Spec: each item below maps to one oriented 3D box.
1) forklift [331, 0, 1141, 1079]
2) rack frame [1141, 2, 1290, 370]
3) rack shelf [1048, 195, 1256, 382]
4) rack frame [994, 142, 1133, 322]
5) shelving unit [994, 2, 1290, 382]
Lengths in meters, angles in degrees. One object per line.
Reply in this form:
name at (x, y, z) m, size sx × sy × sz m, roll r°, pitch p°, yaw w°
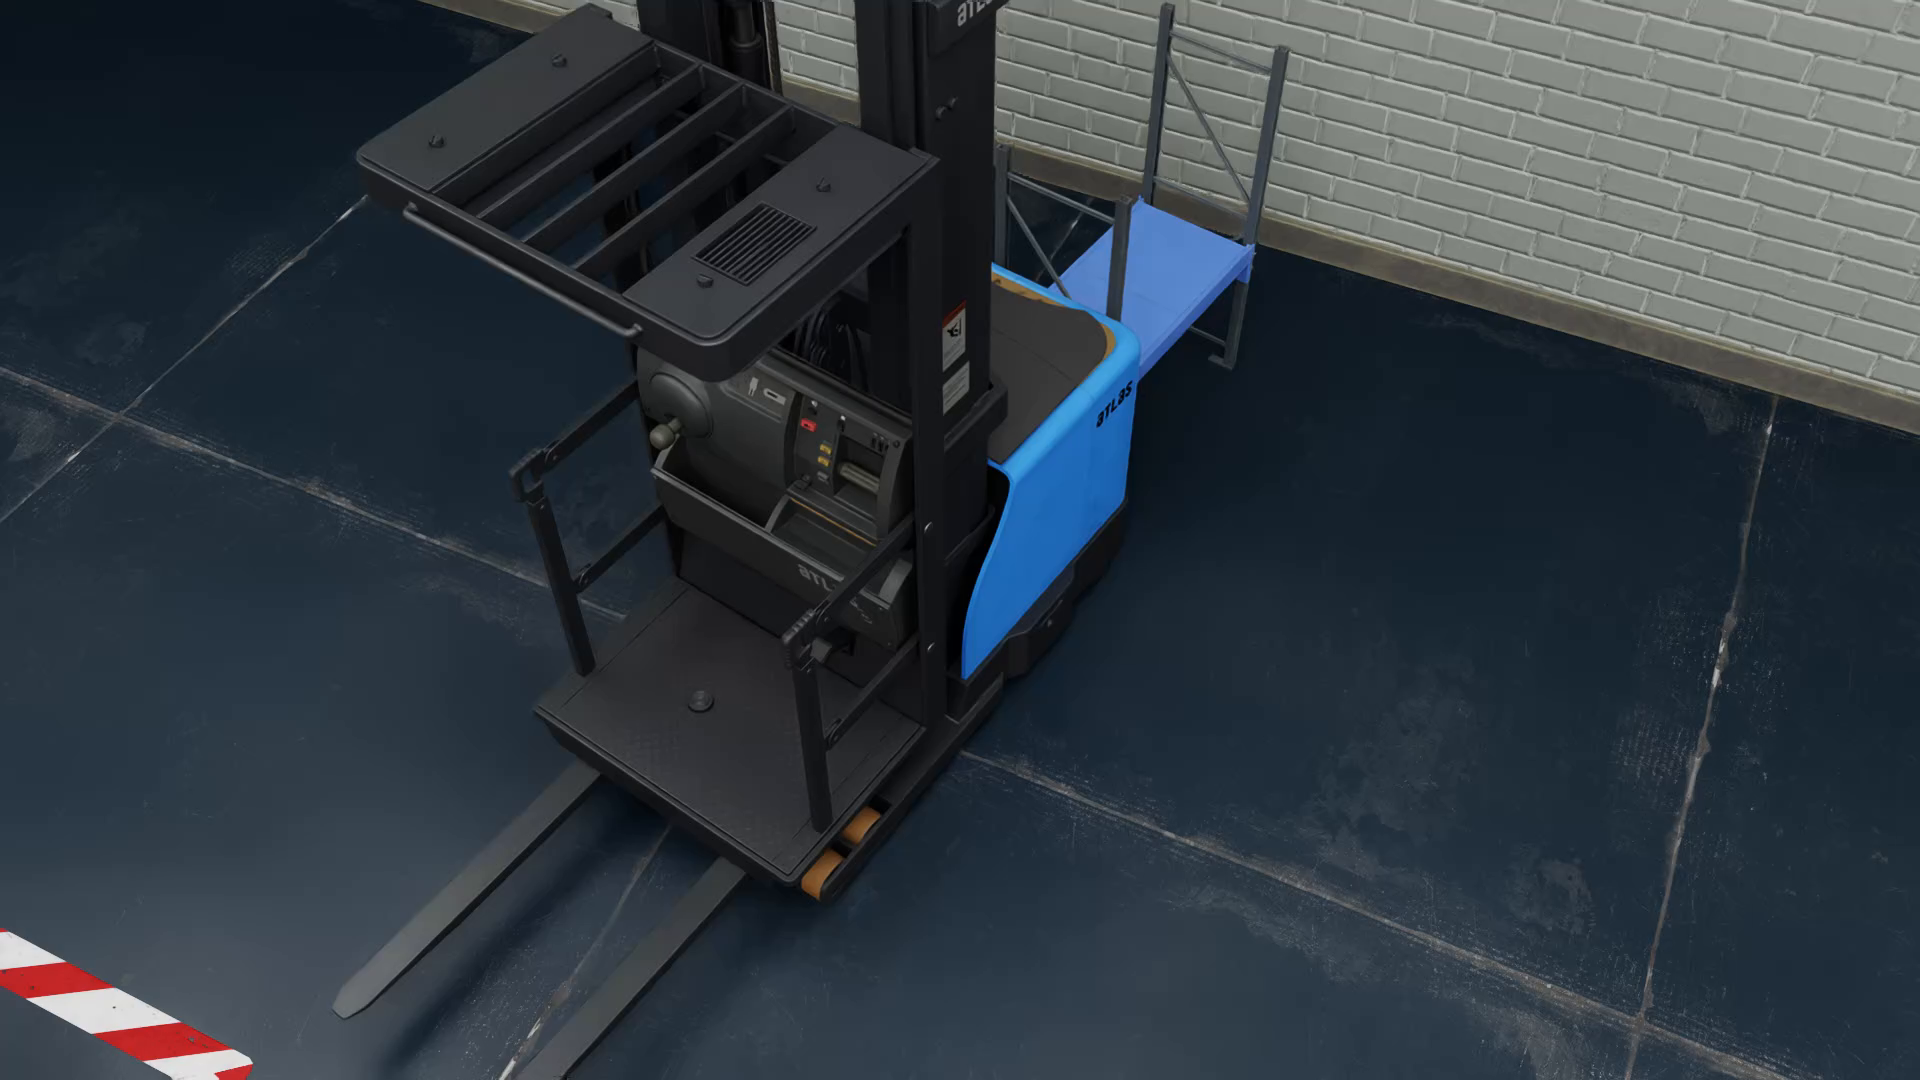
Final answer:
forklift at (-0.662, -0.236, 4.526) m, size 1.130 × 2.935 × 3.031 m, roll 29°, pitch 55°, yaw 22°
rack frame at (0.924, -1.307, 6.377) m, size 0.500 × 1.500 × 0.032 m, roll 29°, pitch 55°, yaw 22°
rack shelf at (0.626, -0.877, 6.247) m, size 0.538 × 0.185 × 1.000 m, roll 29°, pitch 55°, yaw 22°
rack frame at (0.328, -0.680, 5.843) m, size 0.500 × 1.500 × 0.032 m, roll 29°, pitch 55°, yaw 22°
shelving unit at (0.626, -0.993, 6.110) m, size 0.538 × 1.500 × 1.048 m, roll 29°, pitch 55°, yaw 22°
